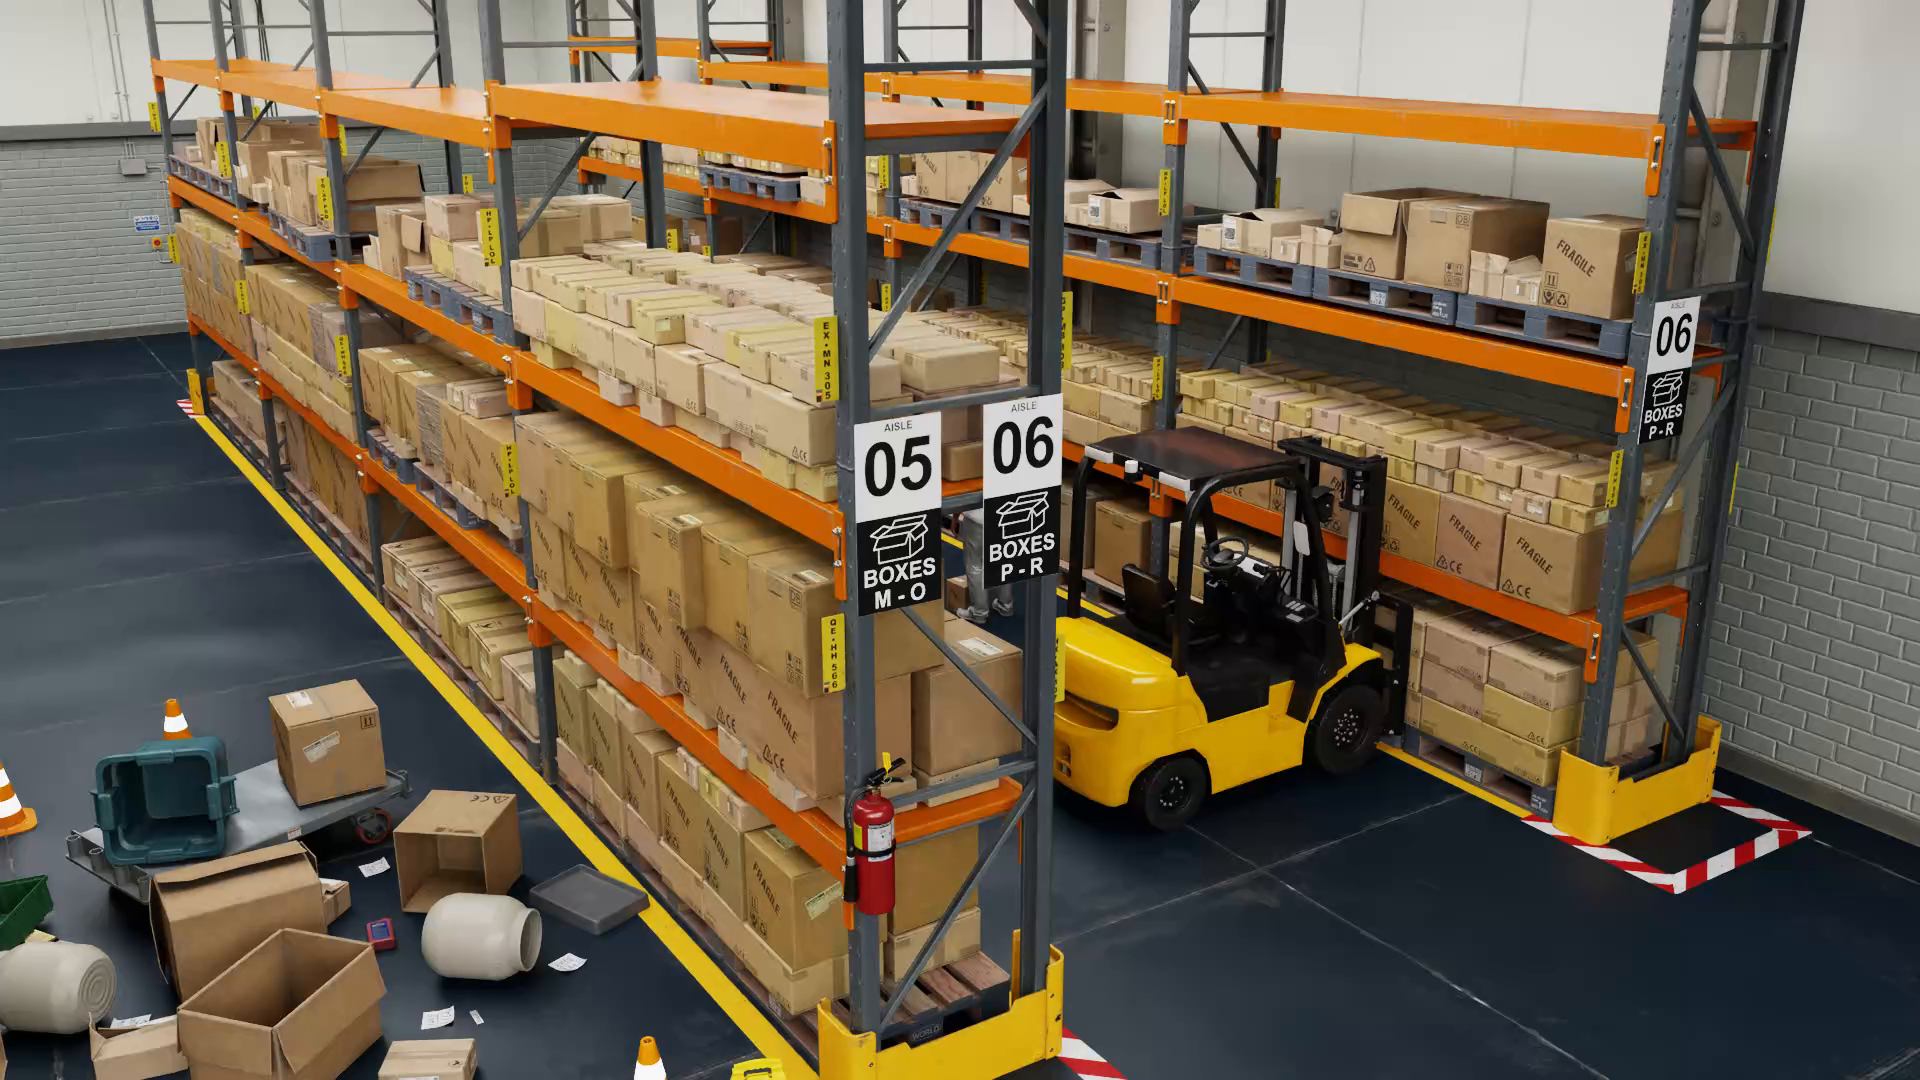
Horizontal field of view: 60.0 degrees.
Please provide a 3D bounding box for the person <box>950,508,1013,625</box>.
[{"bbox_3d":[0.199,-0.214,13.185,0.626,1.761,0.455,-11,21,-31],"label":"person"}]
